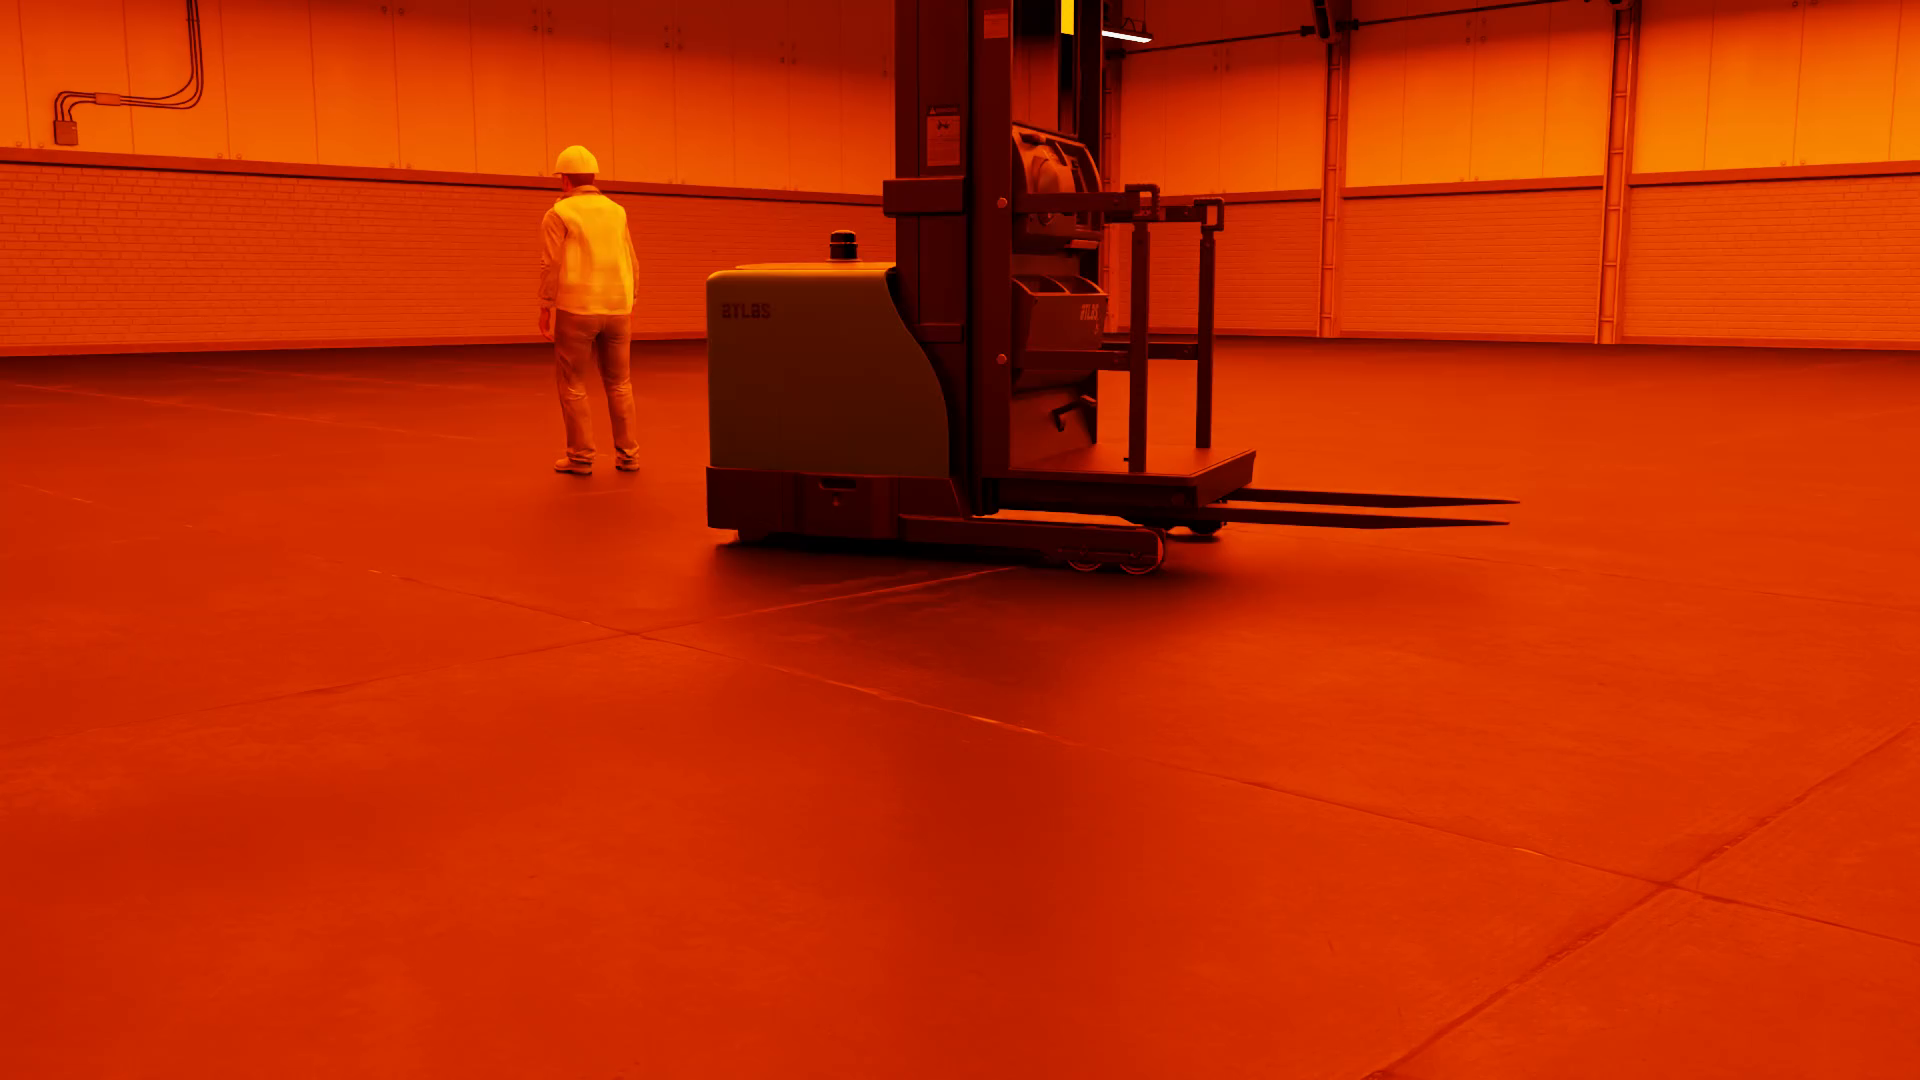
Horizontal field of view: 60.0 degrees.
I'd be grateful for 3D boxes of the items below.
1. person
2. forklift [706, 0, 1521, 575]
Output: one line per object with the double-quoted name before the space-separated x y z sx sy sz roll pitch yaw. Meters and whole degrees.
"person" -2.032 -1.259 9.130 0.594 1.773 0.457 -7 11 -39
"forklift" 0.565 -1.416 6.275 3.031 2.935 1.130 3 9 22
